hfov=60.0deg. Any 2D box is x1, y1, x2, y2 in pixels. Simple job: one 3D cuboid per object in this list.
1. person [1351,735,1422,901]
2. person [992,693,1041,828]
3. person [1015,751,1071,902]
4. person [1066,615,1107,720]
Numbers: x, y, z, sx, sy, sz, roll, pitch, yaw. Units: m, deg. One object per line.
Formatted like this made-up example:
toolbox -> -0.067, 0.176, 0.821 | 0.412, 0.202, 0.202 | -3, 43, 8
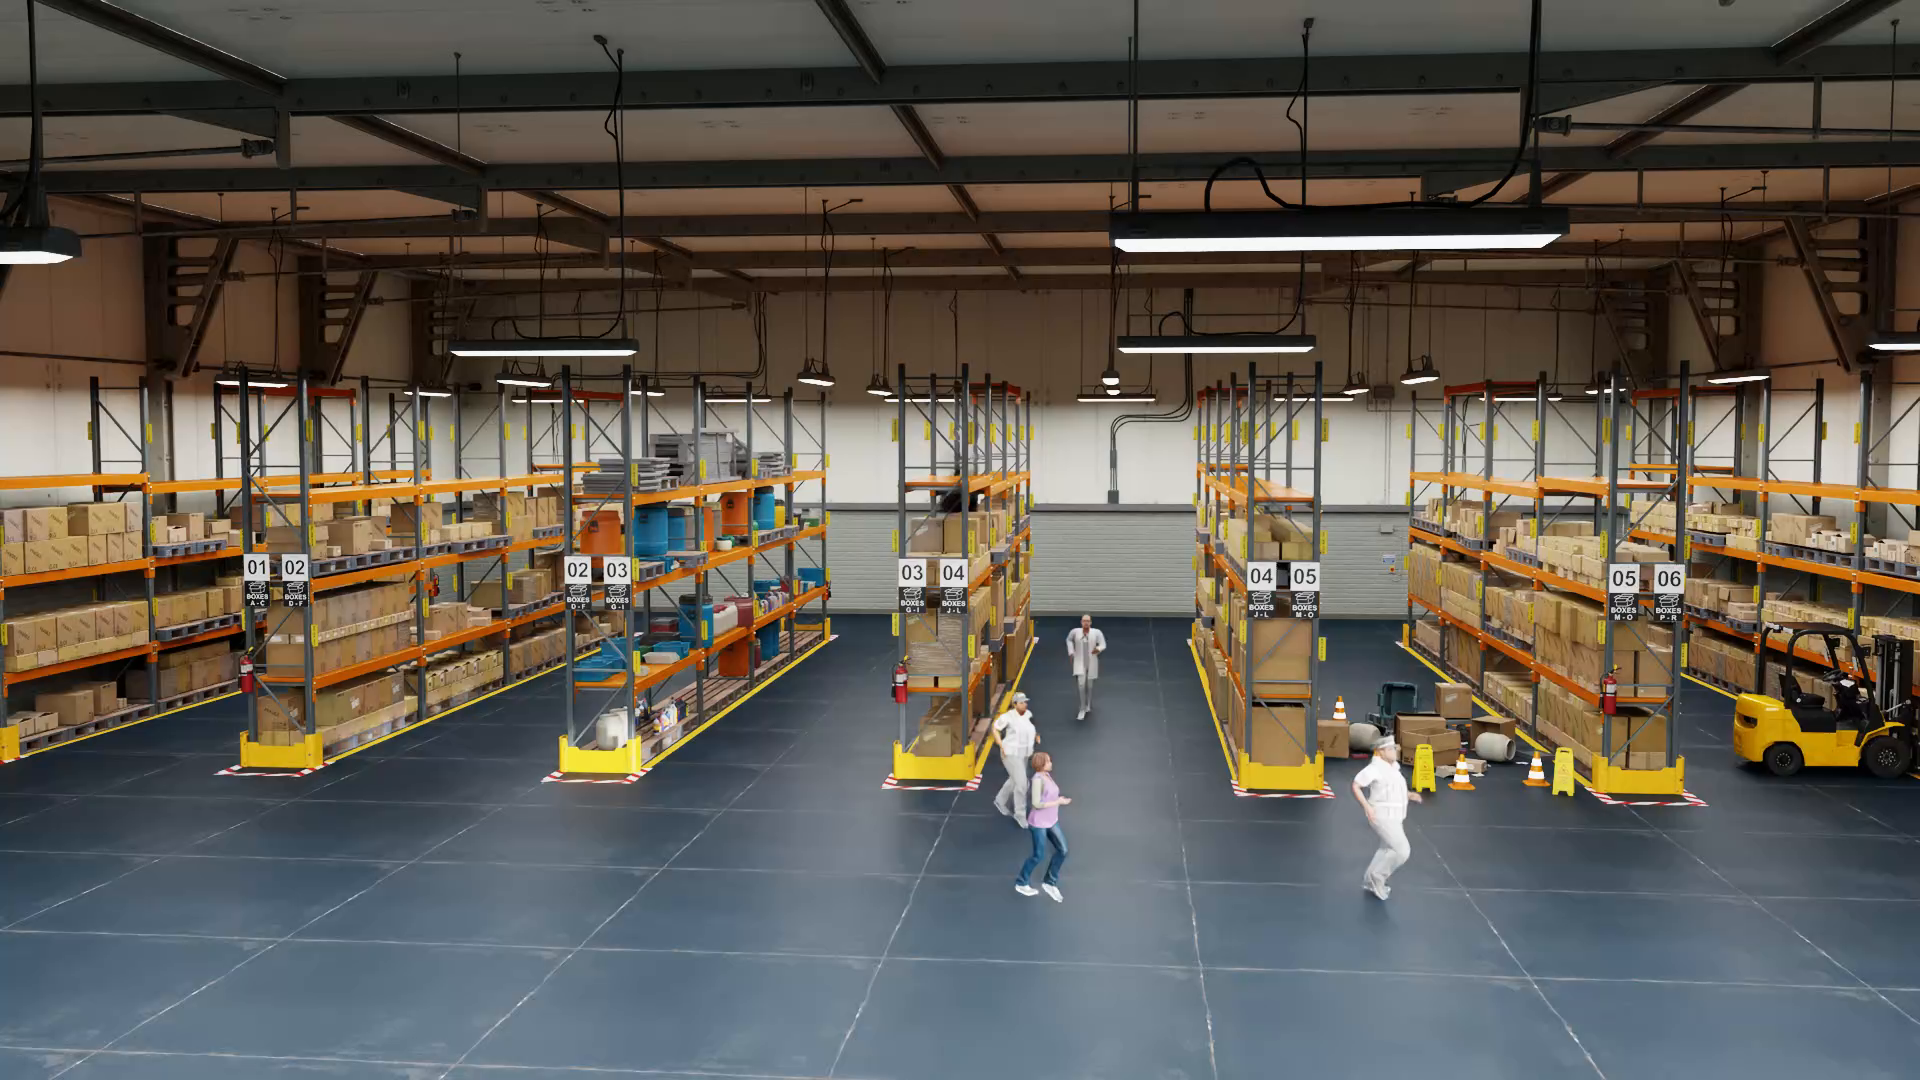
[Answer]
person -> 4.624, 2.977, 17.853 | 0.677, 1.774, 0.646 | 3, 5, 39
person -> 0.708, 2.801, 21.429 | 0.782, 1.717, 0.598 | 4, 5, 44
person -> 0.901, 3.062, 17.764 | 0.660, 1.624, 0.514 | 2, 4, 29
person -> 2.239, 2.236, 29.391 | 0.688, 1.841, 0.838 | 0, 4, -1
